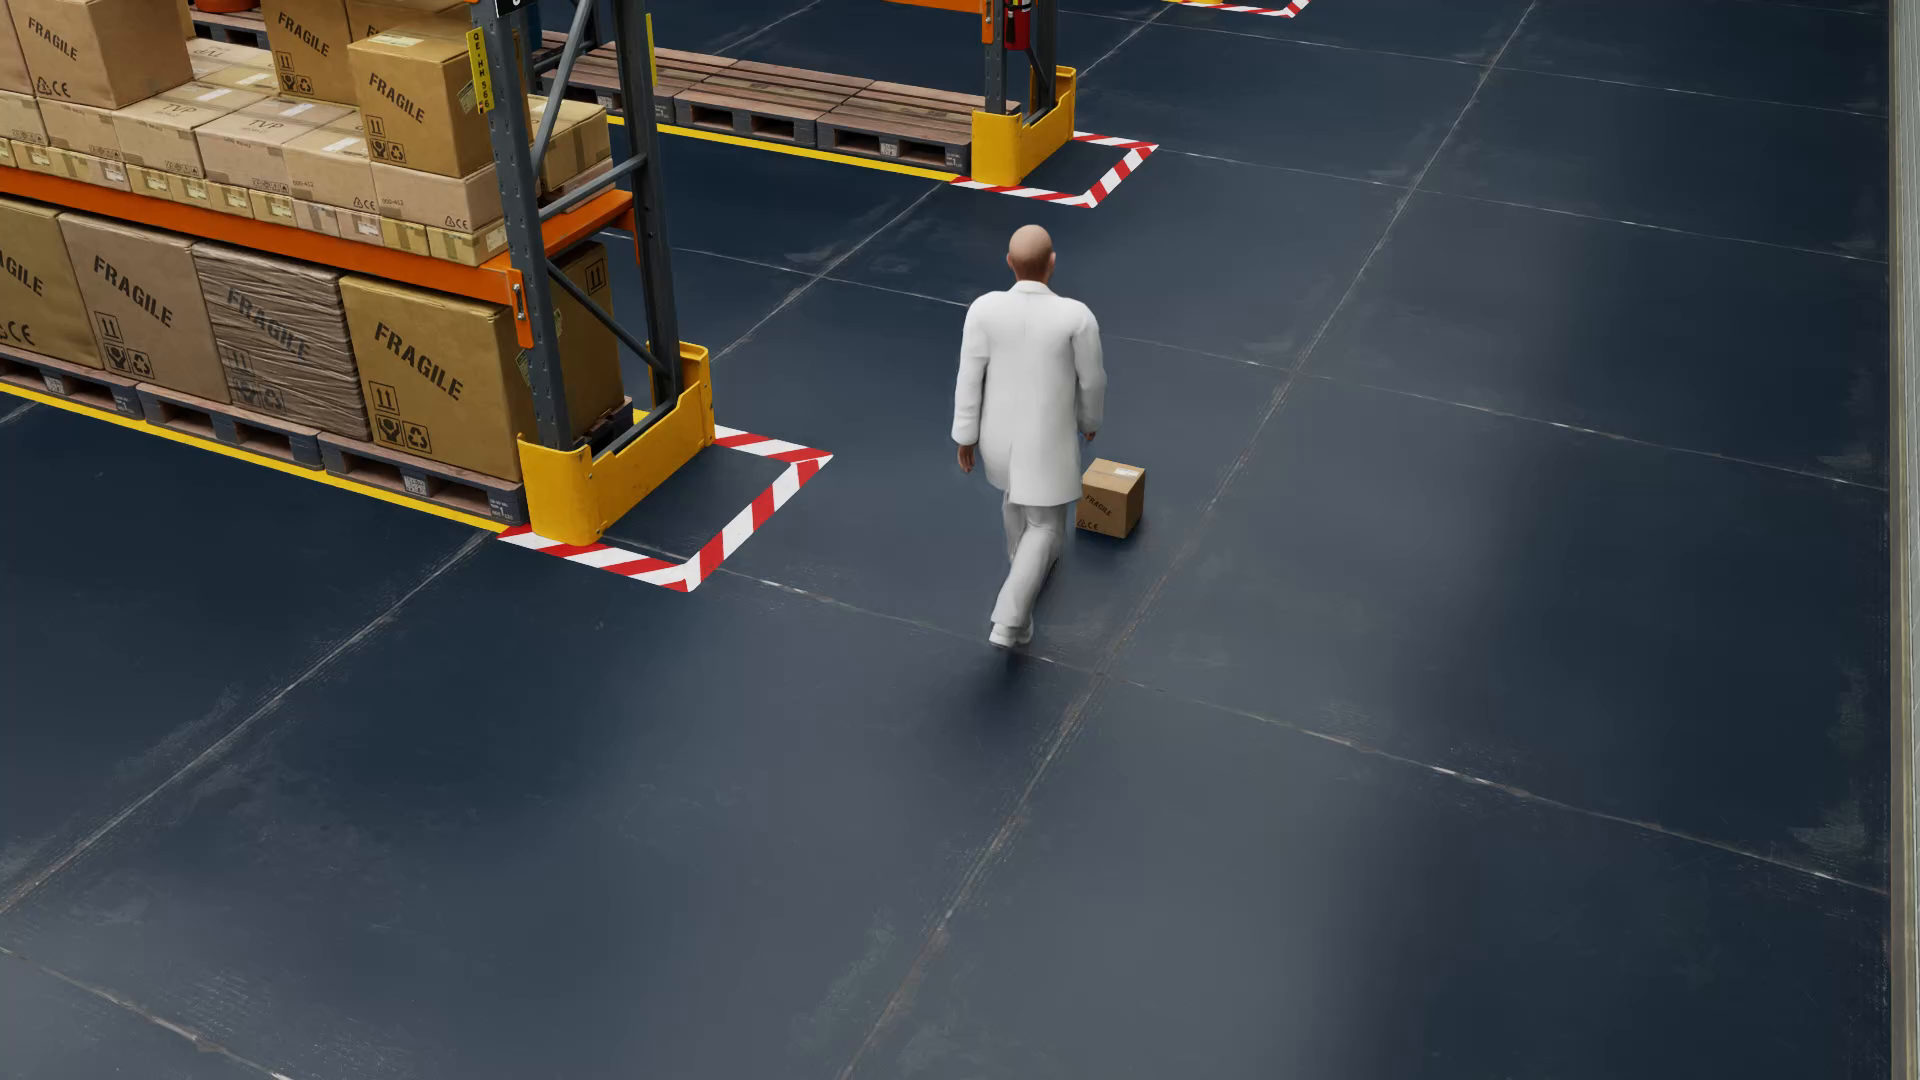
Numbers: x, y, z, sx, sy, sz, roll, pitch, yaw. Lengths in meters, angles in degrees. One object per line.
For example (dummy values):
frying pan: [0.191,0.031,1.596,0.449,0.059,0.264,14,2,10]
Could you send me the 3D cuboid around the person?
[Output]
person: [0.277,-0.416,6.787,0.587,1.747,1.023,13,35,19]
